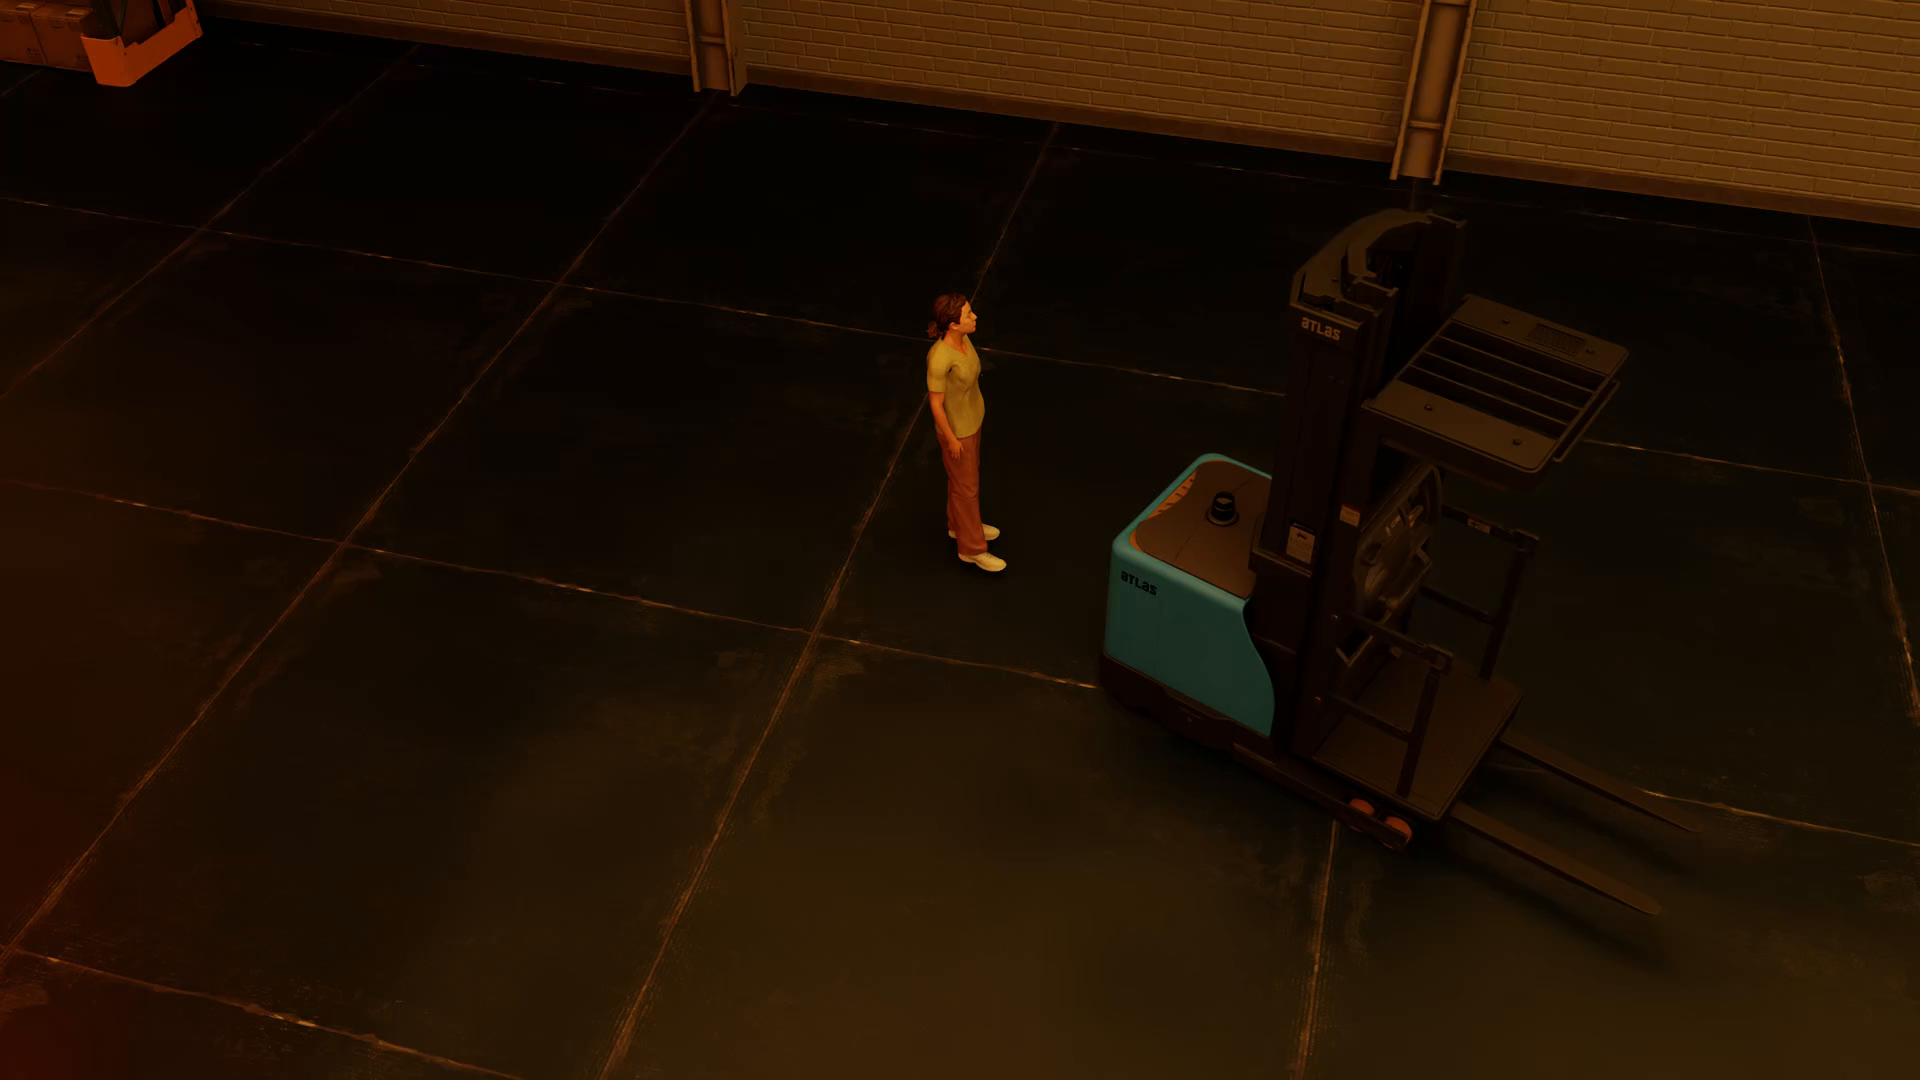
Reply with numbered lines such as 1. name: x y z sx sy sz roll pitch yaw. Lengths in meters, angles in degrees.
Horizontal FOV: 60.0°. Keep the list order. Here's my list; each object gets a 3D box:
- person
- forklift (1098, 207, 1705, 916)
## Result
1. person: 0.068 -0.646 9.479 0.548 1.675 0.554 10 42 11
2. forklift: 2.242 0.045 7.810 3.031 2.935 1.130 26 48 27
